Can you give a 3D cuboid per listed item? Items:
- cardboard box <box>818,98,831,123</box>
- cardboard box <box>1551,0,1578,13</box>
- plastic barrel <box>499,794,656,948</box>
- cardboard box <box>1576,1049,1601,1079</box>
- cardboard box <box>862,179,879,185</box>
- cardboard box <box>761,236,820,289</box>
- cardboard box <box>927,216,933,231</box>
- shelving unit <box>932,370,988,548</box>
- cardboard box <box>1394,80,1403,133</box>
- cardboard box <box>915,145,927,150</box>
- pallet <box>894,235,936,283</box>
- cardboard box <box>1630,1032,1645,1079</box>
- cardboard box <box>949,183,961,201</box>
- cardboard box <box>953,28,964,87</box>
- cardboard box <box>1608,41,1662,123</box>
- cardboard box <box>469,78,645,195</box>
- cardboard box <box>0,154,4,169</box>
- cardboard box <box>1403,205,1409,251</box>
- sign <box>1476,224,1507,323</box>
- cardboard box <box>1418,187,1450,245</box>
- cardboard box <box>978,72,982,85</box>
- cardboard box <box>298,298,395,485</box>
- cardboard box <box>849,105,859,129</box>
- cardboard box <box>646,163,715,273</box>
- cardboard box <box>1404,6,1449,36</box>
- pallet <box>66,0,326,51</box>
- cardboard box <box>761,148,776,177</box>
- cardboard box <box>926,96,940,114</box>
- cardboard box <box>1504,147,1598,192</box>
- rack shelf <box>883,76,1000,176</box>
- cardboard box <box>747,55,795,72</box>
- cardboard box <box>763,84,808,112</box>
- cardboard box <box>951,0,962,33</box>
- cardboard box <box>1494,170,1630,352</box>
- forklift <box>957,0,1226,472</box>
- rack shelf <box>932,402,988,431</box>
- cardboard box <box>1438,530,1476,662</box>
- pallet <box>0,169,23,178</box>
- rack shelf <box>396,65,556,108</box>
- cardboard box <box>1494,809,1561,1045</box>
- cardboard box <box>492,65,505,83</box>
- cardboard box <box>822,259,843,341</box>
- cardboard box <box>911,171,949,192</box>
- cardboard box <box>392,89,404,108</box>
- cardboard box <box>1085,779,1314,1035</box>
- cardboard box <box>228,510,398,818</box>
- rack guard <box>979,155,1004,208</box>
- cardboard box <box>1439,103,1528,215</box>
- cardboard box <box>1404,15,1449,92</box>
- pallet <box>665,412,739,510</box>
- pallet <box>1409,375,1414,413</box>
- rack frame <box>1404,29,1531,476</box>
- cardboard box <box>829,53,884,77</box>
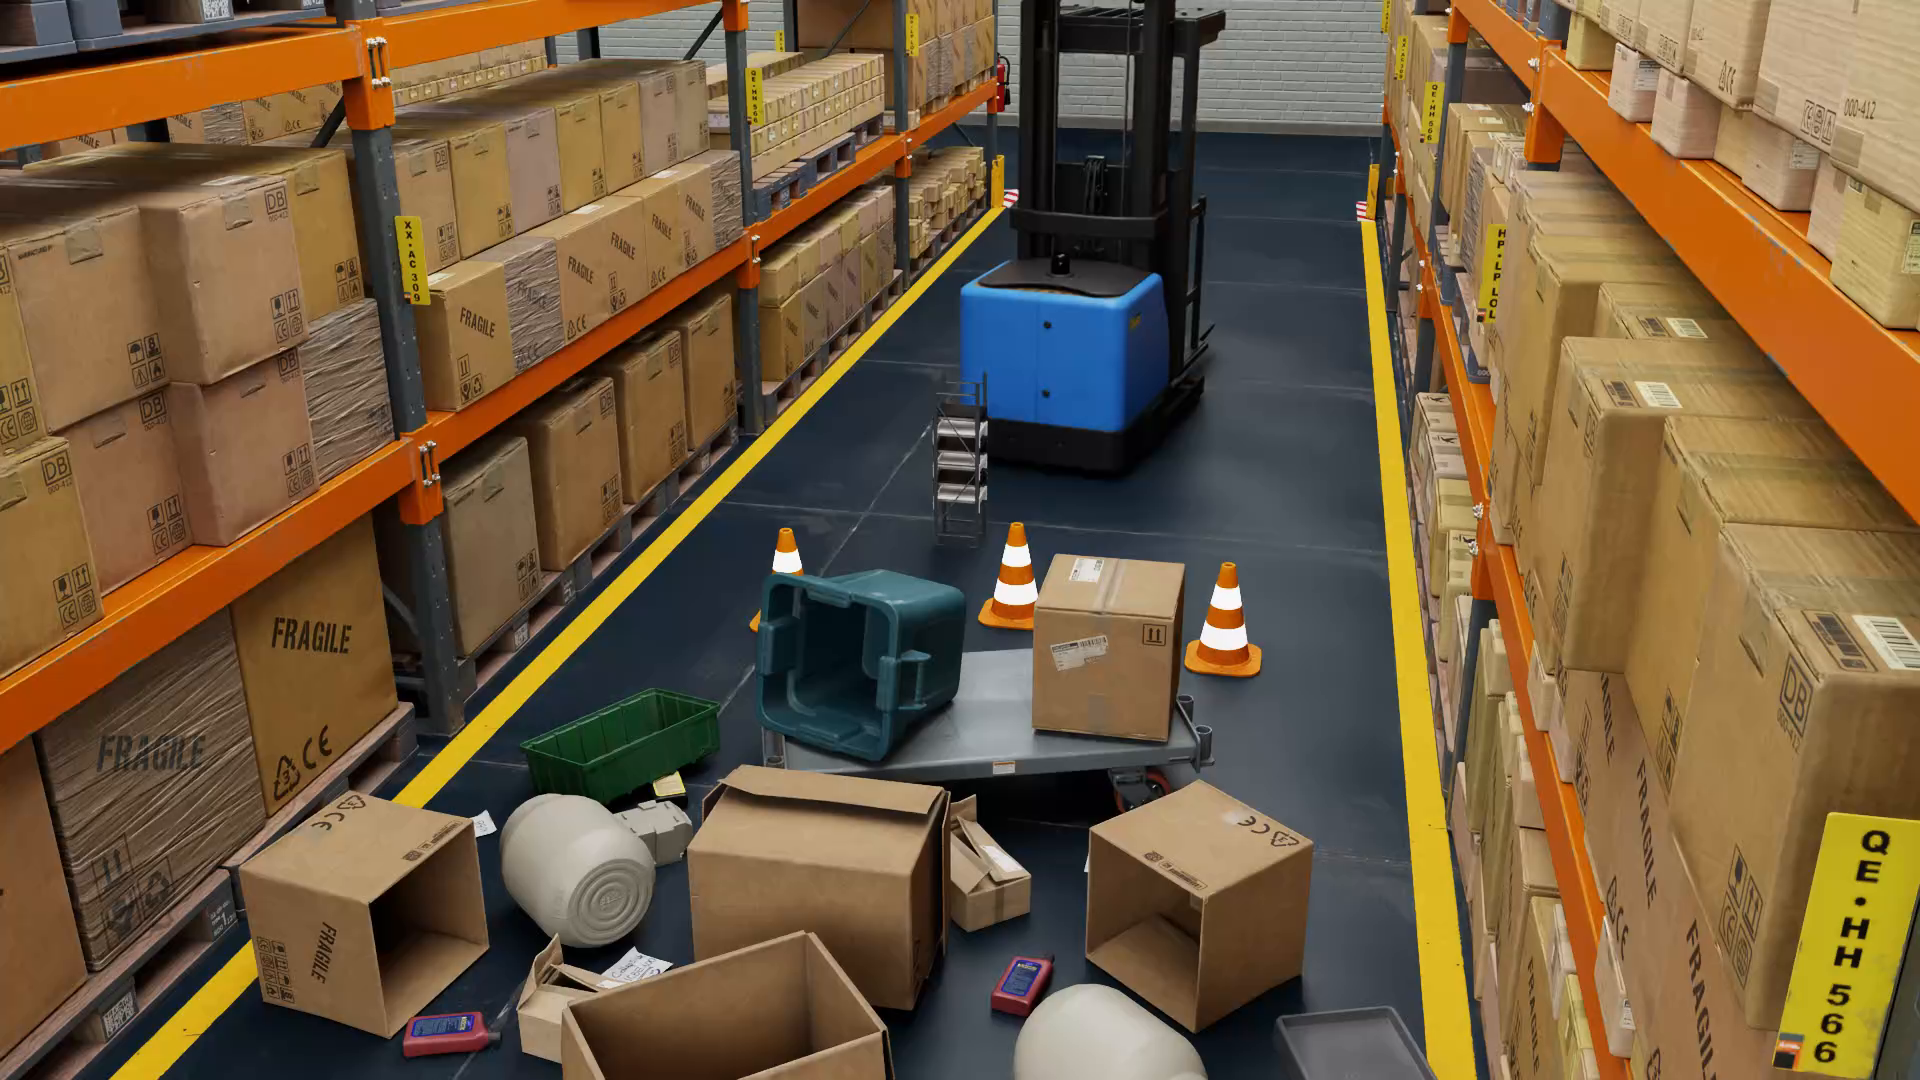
[{"bbox_3d":[-1.136,-3.043,11.769,0.380,0.149,0.250,5,23,13],"label":"cardboard box"},{"bbox_3d":[1.949,-1.611,4.626,0.500,0.250,0.500,4,22,10],"label":"cardboard box"},{"bbox_3d":[-1.290,1.095,5.568,0.421,0.421,0.512,-16,27,-35],"label":"plastic barrel"},{"bbox_3d":[1.408,1.151,3.227,0.380,0.149,0.250,5,22,12],"label":"cardboard box"},{"bbox_3d":[-0.959,-3.239,15.338,0.380,0.149,0.250,3,22,8],"label":"cardboard box"},{"bbox_3d":[-1.263,-1.897,11.329,0.500,0.250,0.500,4,22,10],"label":"cardboard box"},{"bbox_3d":[-0.461,-2.929,15.364,0.380,0.149,0.250,4,22,9],"label":"cardboard box"},{"bbox_3d":[0.002,-0.420,8.693,0.258,0.900,0.210,4,22,11],"label":"shelving unit"},{"bbox_3d":[3.883,-3.641,13.746,0.500,0.500,0.500,4,22,10],"label":"cardboard box"},{"bbox_3d":[-0.551,-4.003,17.236,0.380,0.149,0.250,3,22,8],"label":"cardboard box"},{"bbox_3d":[-0.825,-2.512,14.809,1.003,0.211,1.213,4,22,11],"label":"pallet"},{"bbox_3d":[1.374,0.942,2.837,0.380,0.149,0.250,4,22,10],"label":"cardboard box"},{"bbox_3d":[-0.208,-3.343,15.995,0.380,0.149,0.250,6,23,14],"label":"cardboard box"},{"bbox_3d":[-0.267,-4.465,15.393,0.500,0.500,0.500,6,23,14],"label":"cardboard box"},{"bbox_3d":[1.654,-1.006,3.658,0.380,0.149,0.250,4,22,10],"label":"cardboard box"},{"bbox_3d":[-2.050,-2.069,8.503,0.700,0.500,0.500,4,22,10],"label":"cardboard box"},{"bbox_3d":[-6.721,-2.756,11.547,0.500,0.500,0.500,5,23,13],"label":"cardboard box"},{"bbox_3d":[4.354,-2.772,14.590,0.875,0.438,0.875,4,22,9],"label":"cardboard box"},{"bbox_3d":[1.762,-0.870,5.448,0.100,0.325,0.005,4,22,11],"label":"sign"},{"bbox_3d":[2.972,-1.890,9.731,0.500,0.250,0.500,4,22,9],"label":"cardboard box"},{"bbox_3d":[0.011,-4.675,16.783,0.380,0.149,0.250,4,22,11],"label":"cardboard box"},{"bbox_3d":[-2.624,-0.566,6.042,0.875,0.550,0.550,4,22,11],"label":"cardboard box"},{"bbox_3d":[-0.971,-3.198,12.553,0.380,0.149,0.250,3,22,8],"label":"cardboard box"},{"bbox_3d":[-1.676,-1.774,9.108,0.500,0.500,0.500,4,22,11],"label":"cardboard box"},{"bbox_3d":[3.765,-3.921,13.102,0.500,0.500,0.500,4,22,10],"label":"cardboard box"},{"bbox_3d":[-2.737,-1.684,5.123,1.003,0.211,1.213,4,22,11],"label":"pallet"},{"bbox_3d":[-1.400,-2.419,10.620,0.380,0.149,0.250,6,23,14],"label":"cardboard box"},{"bbox_3d":[-0.390,-3.908,14.877,0.380,0.149,0.250,5,22,12],"label":"cardboard box"},{"bbox_3d":[2.307,-1.411,6.378,0.380,0.149,0.250,4,22,9],"label":"cardboard box"},{"bbox_3d":[-0.520,-3.955,15.622,1.077,0.370,4.000,4,22,11],"label":"rack shelf"},{"bbox_3d":[-1.509,-3.700,13.004,0.380,0.149,0.250,5,22,12],"label":"cardboard box"},{"bbox_3d":[-1.245,-2.987,11.233,0.380,0.149,0.250,6,23,13],"label":"cardboard box"},{"bbox_3d":[-0.267,-4.913,15.166,0.500,0.500,0.500,4,22,9],"label":"cardboard box"},{"bbox_3d":[2.004,-0.795,4.943,0.700,0.500,0.500,4,22,10],"label":"cardboard box"},{"bbox_3d":[1.000,-2.275,10.580,1.130,2.935,3.031,8,23,20],"label":"forklift"},{"bbox_3d":[0.002,-0.640,8.604,0.258,0.077,0.200,4,22,11],"label":"rack shelf"},{"bbox_3d":[2.554,0.277,7.105,0.950,0.372,0.625,6,23,14],"label":"cardboard box"},{"bbox_3d":[-6.620,-2.152,10.439,1.213,0.211,1.003,4,22,11],"label":"pallet"},{"bbox_3d":[-5.354,-4.370,16.653,1.077,0.370,4.000,4,22,11],"label":"rack shelf"},{"bbox_3d":[1.717,1.023,4.414,0.500,0.500,0.500,6,23,14],"label":"cardboard box"},{"bbox_3d":[-4.904,-4.790,17.068,0.380,0.149,0.250,4,22,10],"label":"cardboard box"},{"bbox_3d":[-1.150,-1.742,11.946,0.500,0.500,0.500,4,22,10],"label":"cardboard box"},{"bbox_3d":[-0.311,-3.386,15.703,0.380,0.149,0.250,5,22,11],"label":"cardboard box"},{"bbox_3d":[-5.323,-4.035,15.194,0.380,0.149,0.250,4,22,9],"label":"cardboard box"},{"bbox_3d":[0.756,1.155,5.313,0.500,0.500,0.500,-16,27,-35],"label":"cardboard box"},{"bbox_3d":[-2.757,0.384,6.168,0.875,0.875,0.875,5,22,12],"label":"cardboard box"},{"bbox_3d":[-0.127,-3.833,17.702,1.175,0.500,0.348,4,22,11],"label":"rack guard"},{"bbox_3d":[2.804,-1.987,8.677,0.500,0.500,0.500,4,22,9],"label":"cardboard box"},{"bbox_3d":[3.568,-3.588,12.276,0.500,0.500,0.500,5,22,12],"label":"cardboard box"},{"bbox_3d":[-1.978,-0.519,9.859,1.003,0.211,1.213,4,22,11],"label":"pallet"},{"bbox_3d":[3.357,-0.743,10.417,1.003,0.211,1.213,4,22,11],"label":"pallet"},{"bbox_3d":[3.123,-1.754,9.194,1.000,3.000,0.127,4,22,11],"label":"rack frame"},{"bbox_3d":[-0.818,-3.750,13.128,0.380,0.149,0.250,5,23,13],"label":"cardboard box"}]
